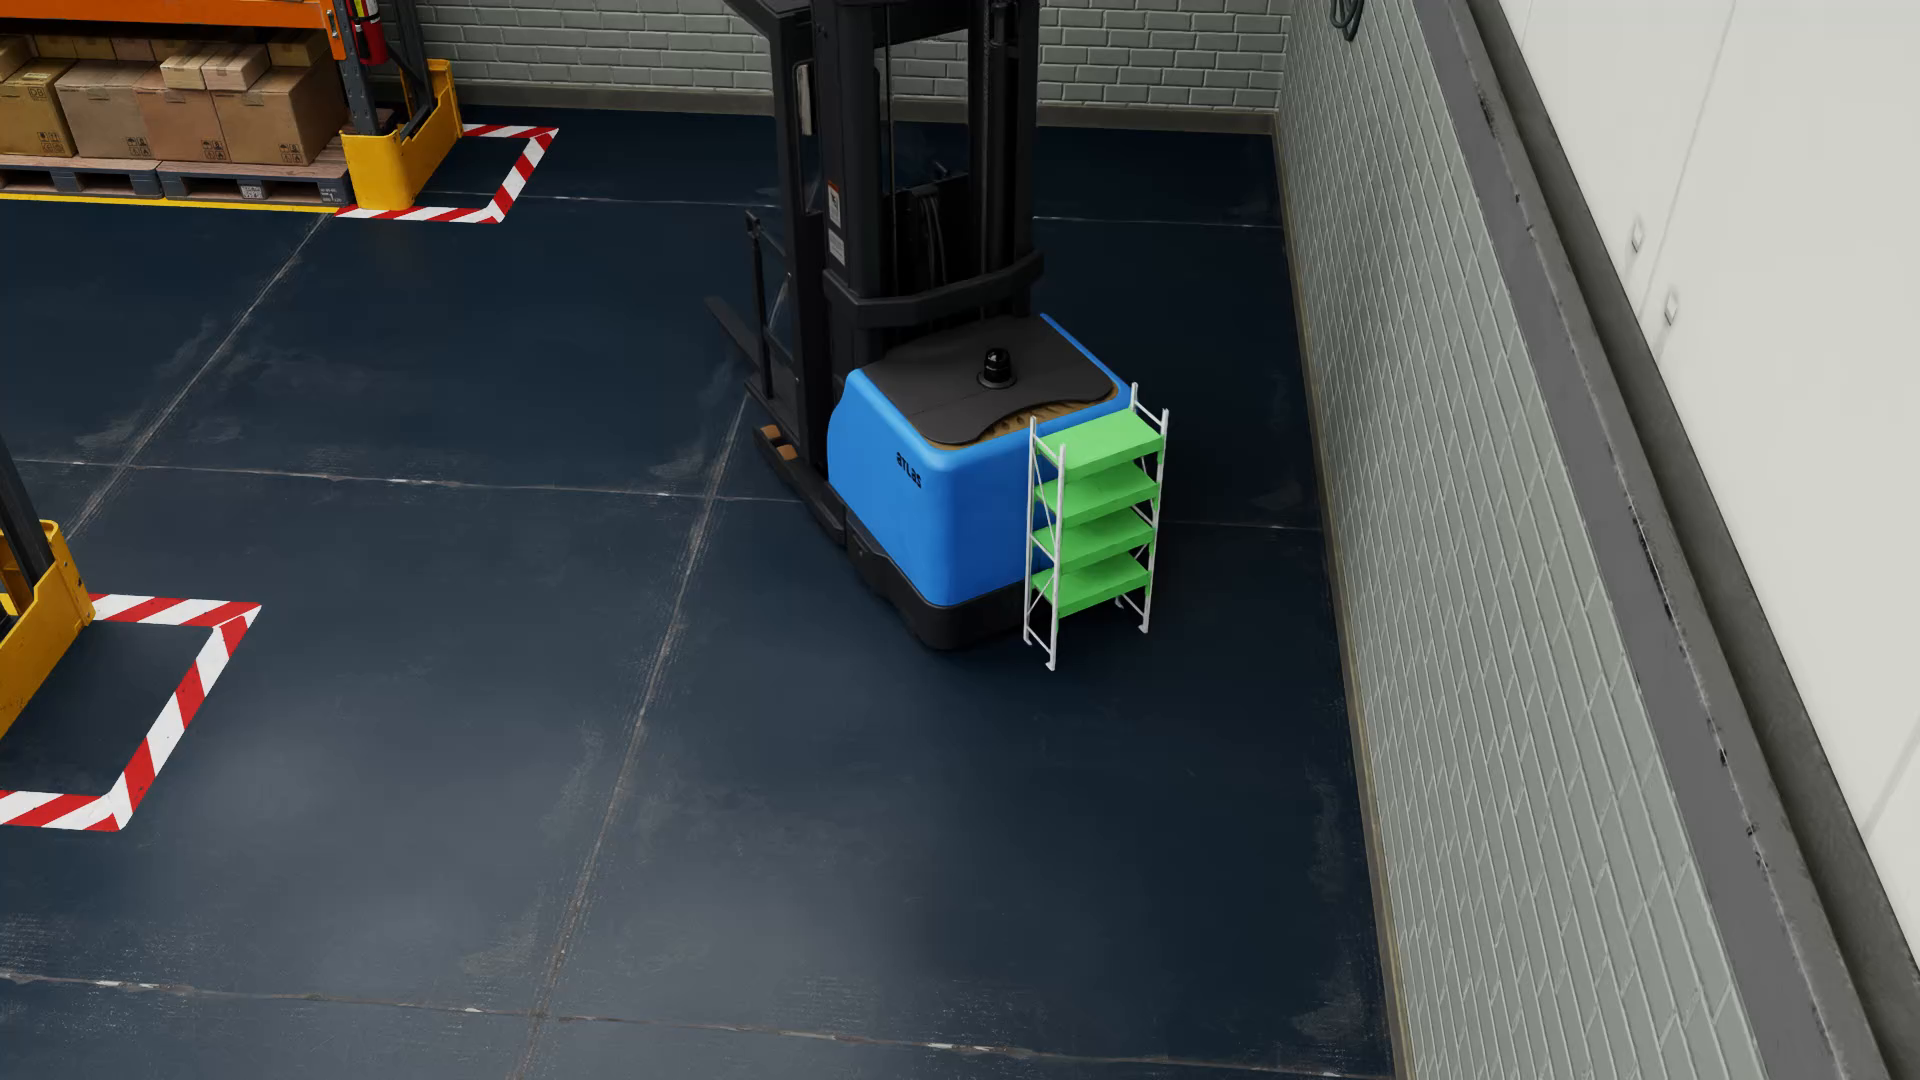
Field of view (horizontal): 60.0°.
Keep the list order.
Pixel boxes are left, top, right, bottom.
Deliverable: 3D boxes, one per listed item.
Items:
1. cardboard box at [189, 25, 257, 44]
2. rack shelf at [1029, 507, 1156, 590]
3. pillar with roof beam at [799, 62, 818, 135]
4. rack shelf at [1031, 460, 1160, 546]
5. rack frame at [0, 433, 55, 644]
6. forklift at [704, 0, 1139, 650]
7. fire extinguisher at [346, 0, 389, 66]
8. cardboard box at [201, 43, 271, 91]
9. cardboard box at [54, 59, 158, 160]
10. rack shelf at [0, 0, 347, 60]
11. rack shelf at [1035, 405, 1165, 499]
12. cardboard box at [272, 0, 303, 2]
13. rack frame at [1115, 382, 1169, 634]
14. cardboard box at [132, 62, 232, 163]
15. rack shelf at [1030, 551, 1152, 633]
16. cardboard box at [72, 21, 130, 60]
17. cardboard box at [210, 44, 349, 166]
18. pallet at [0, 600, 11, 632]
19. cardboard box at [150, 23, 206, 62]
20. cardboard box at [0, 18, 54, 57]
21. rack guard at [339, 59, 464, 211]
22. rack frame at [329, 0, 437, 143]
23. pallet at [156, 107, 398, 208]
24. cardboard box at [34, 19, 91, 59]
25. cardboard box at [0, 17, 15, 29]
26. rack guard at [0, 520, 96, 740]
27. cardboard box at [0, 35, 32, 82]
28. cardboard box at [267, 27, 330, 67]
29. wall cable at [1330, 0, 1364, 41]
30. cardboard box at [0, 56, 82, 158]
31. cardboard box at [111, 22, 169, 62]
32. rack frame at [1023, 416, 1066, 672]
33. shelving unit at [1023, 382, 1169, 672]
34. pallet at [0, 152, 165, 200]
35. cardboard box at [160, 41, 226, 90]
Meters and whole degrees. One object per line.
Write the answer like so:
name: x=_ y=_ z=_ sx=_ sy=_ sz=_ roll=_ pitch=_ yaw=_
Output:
cardboard box: x=-4.687 y=-3.176 z=10.580 sx=0.250 sy=0.149 sz=0.380 roll=3 pitch=39 yaw=4
rack shelf: x=0.559 y=0.011 z=7.057 sx=0.480 sy=0.148 sz=0.258 roll=-20 pitch=43 yaw=-23
pillar with roof beam: x=-1.225 y=-3.626 z=5.247 sx=0.400 sy=9.000 sz=9.100 roll=3 pitch=39 yaw=4
rack shelf: x=0.559 y=-0.175 z=6.906 sx=0.480 sy=0.148 sz=0.258 roll=-20 pitch=43 yaw=-23
rack frame: x=-4.042 y=-0.494 z=6.151 sx=0.127 sy=3.000 sz=1.000 roll=3 pitch=39 yaw=4
forklift: x=-0.388 y=-1.575 z=7.534 sx=1.130 sy=2.935 sz=3.031 roll=-19 pitch=43 yaw=-22
fire extinguisher: x=-3.508 y=-3.137 z=9.754 sx=0.183 sy=0.674 sz=0.296 roll=3 pitch=39 yaw=4
cardboard box: x=-4.468 y=-2.922 z=10.268 sx=0.250 sy=0.149 sz=0.380 roll=3 pitch=39 yaw=3
cardboard box: x=-5.324 y=-2.832 z=10.672 sx=0.500 sy=0.500 sz=0.700 roll=2 pitch=39 yaw=2
rack shelf: x=-5.611 y=-3.440 z=10.340 sx=4.000 sy=0.370 sz=1.077 roll=3 pitch=39 yaw=4
rack shelf: x=0.559 y=-0.361 z=6.754 sx=0.480 sy=0.148 sz=0.258 roll=-20 pitch=43 yaw=-23
cardboard box: x=-4.127 y=-3.747 z=9.911 sx=0.700 sy=0.700 sz=0.980 roll=5 pitch=39 yaw=6
rack frame: x=0.771 y=-0.114 z=7.111 sx=0.015 sy=1.200 sz=0.240 roll=-20 pitch=43 yaw=-23
cardboard box: x=-4.822 y=-2.805 z=10.639 sx=0.500 sy=0.500 sz=0.700 roll=3 pitch=39 yaw=4
rack shelf: x=0.559 y=0.198 z=7.209 sx=0.480 sy=0.148 sz=0.258 roll=-20 pitch=43 yaw=-23
cardboard box: x=-5.445 y=-3.217 z=10.630 sx=0.250 sy=0.149 sz=0.380 roll=4 pitch=39 yaw=4
cardboard box: x=-4.324 y=-2.778 z=10.605 sx=0.500 sy=0.500 sz=0.700 roll=3 pitch=39 yaw=4
pallet: x=-4.912 y=0.541 z=7.089 sx=1.213 sy=0.211 sz=1.003 roll=3 pitch=39 yaw=4
cardboard box: x=-4.936 y=-3.190 z=10.597 sx=0.250 sy=0.149 sz=0.380 roll=3 pitch=39 yaw=4
cardboard box: x=-5.955 y=-3.244 z=10.664 sx=0.250 sy=0.149 sz=0.380 roll=4 pitch=39 yaw=4
rack guard: x=-3.594 y=-2.639 z=10.766 sx=0.348 sy=0.500 sz=1.175 roll=3 pitch=39 yaw=4
rack frame: x=-3.618 y=-3.610 z=9.979 sx=0.127 sy=3.000 sz=1.000 roll=3 pitch=39 yaw=4
pallet: x=-4.421 y=-2.522 z=10.852 sx=1.213 sy=0.211 sz=1.003 roll=3 pitch=39 yaw=4
cardboard box: x=-5.698 y=-3.231 z=10.647 sx=0.250 sy=0.149 sz=0.380 roll=2 pitch=39 yaw=3
cardboard box: x=-6.206 y=-3.259 z=10.681 sx=0.250 sy=0.149 sz=0.380 roll=2 pitch=39 yaw=2
rack guard: x=-4.117 y=0.471 z=6.945 sx=0.348 sy=0.500 sz=1.175 roll=3 pitch=39 yaw=4
cardboard box: x=-6.021 y=-3.006 z=10.370 sx=0.250 sy=0.149 sz=0.380 roll=2 pitch=39 yaw=3
cardboard box: x=-4.182 y=-3.149 z=10.546 sx=0.250 sy=0.149 sz=0.380 roll=3 pitch=39 yaw=4
wall cable: x=1.986 y=-4.199 z=8.411 sx=0.112 sy=2.526 sz=3.097 roll=3 pitch=39 yaw=4
cardboard box: x=-5.855 y=-2.857 z=10.702 sx=0.500 sy=0.500 sz=0.700 roll=4 pitch=39 yaw=5
cardboard box: x=-5.190 y=-3.203 z=10.613 sx=0.250 sy=0.149 sz=0.380 roll=4 pitch=39 yaw=4
rack frame: x=0.347 y=0.038 z=6.923 sx=0.015 sy=1.200 sz=0.240 roll=-20 pitch=43 yaw=-23
shelving unit: x=0.559 y=-0.038 z=7.017 sx=0.503 sy=1.200 sz=0.258 roll=-20 pitch=43 yaw=-23
pallet: x=-5.633 y=-2.591 z=10.936 sx=1.213 sy=0.211 sz=1.003 roll=3 pitch=39 yaw=4
cardboard box: x=-4.722 y=-2.936 z=10.285 sx=0.250 sy=0.149 sz=0.380 roll=4 pitch=39 yaw=5
